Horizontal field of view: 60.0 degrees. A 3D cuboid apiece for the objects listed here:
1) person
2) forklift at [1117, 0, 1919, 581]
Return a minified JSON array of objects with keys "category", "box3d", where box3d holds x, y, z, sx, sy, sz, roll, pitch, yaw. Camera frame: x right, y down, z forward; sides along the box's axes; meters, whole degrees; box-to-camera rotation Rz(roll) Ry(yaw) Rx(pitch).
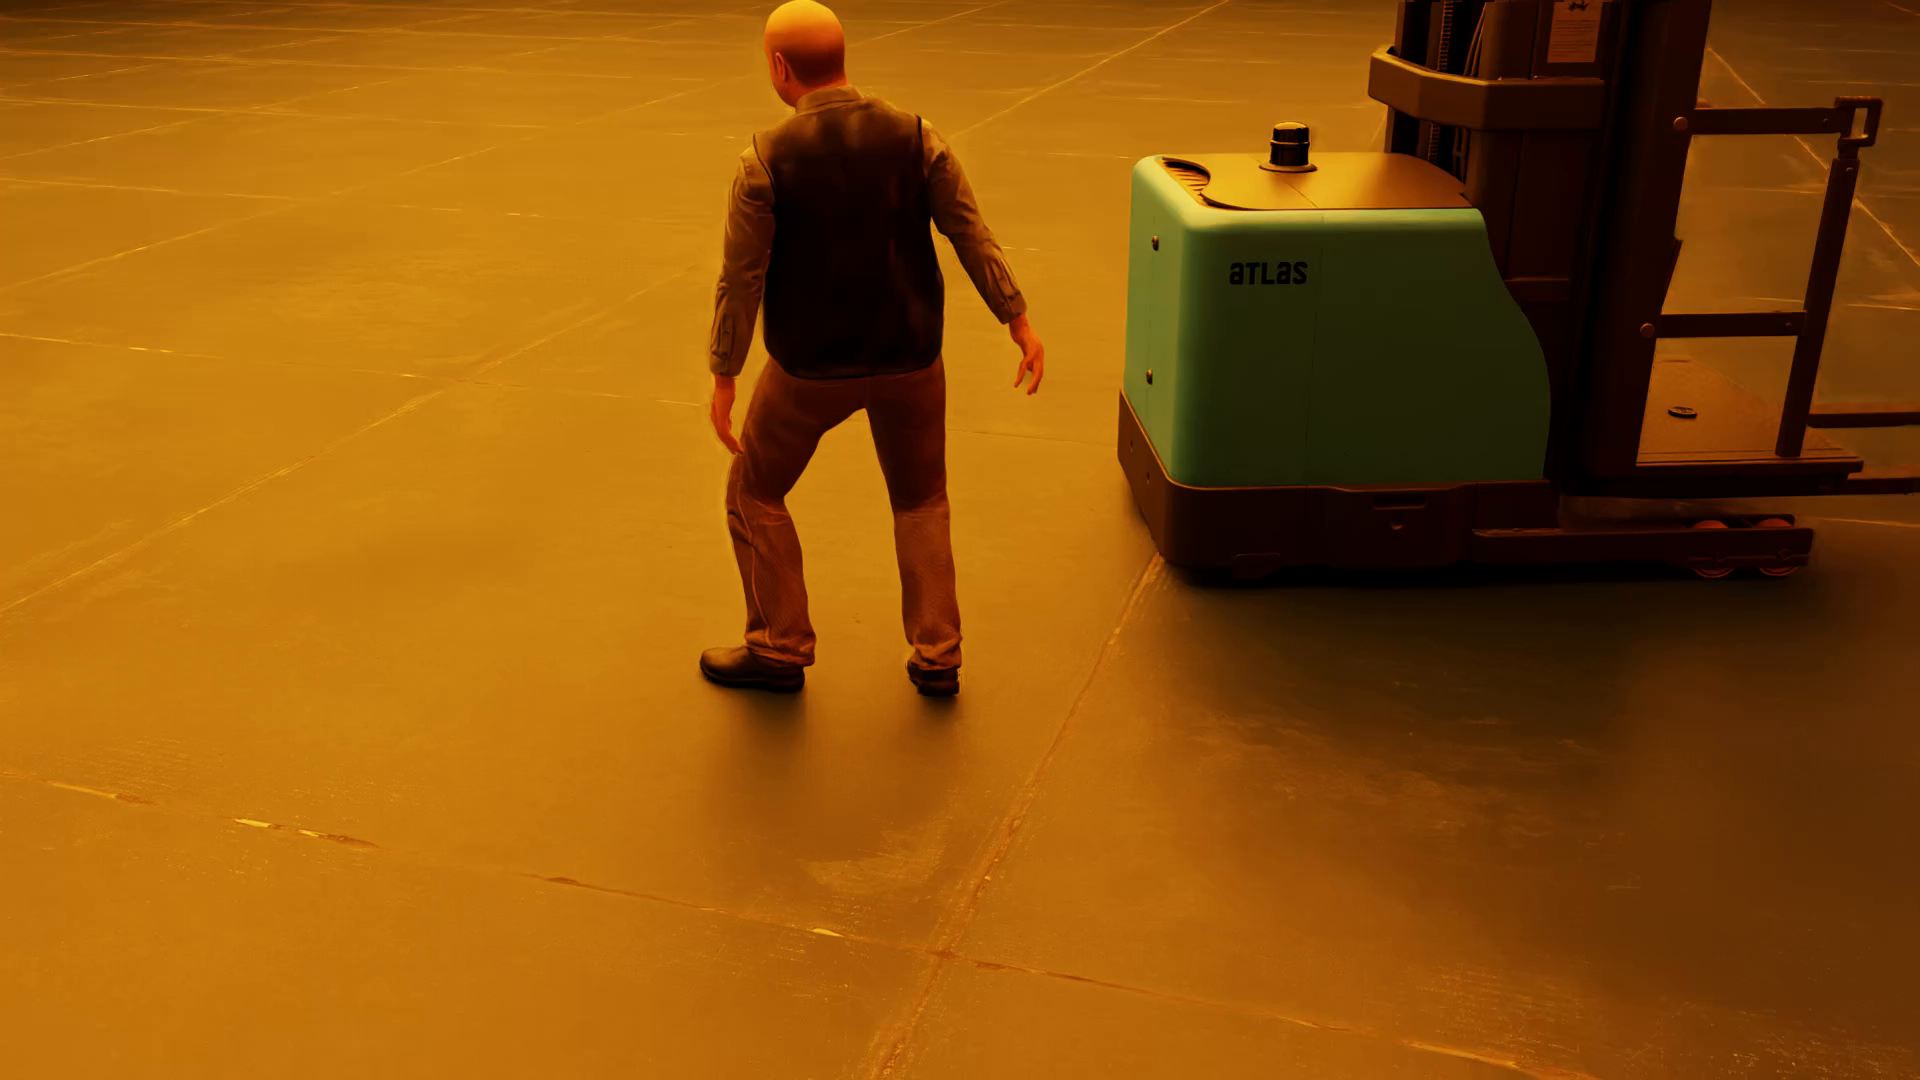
[{"category":"person","box3d":[-0.229,-0.410,4.010,0.874,1.694,0.471,-5,23,-11]},{"category":"forklift","box3d":[2.070,-1.444,4.777,3.031,2.935,1.130,-1,22,-4]}]
